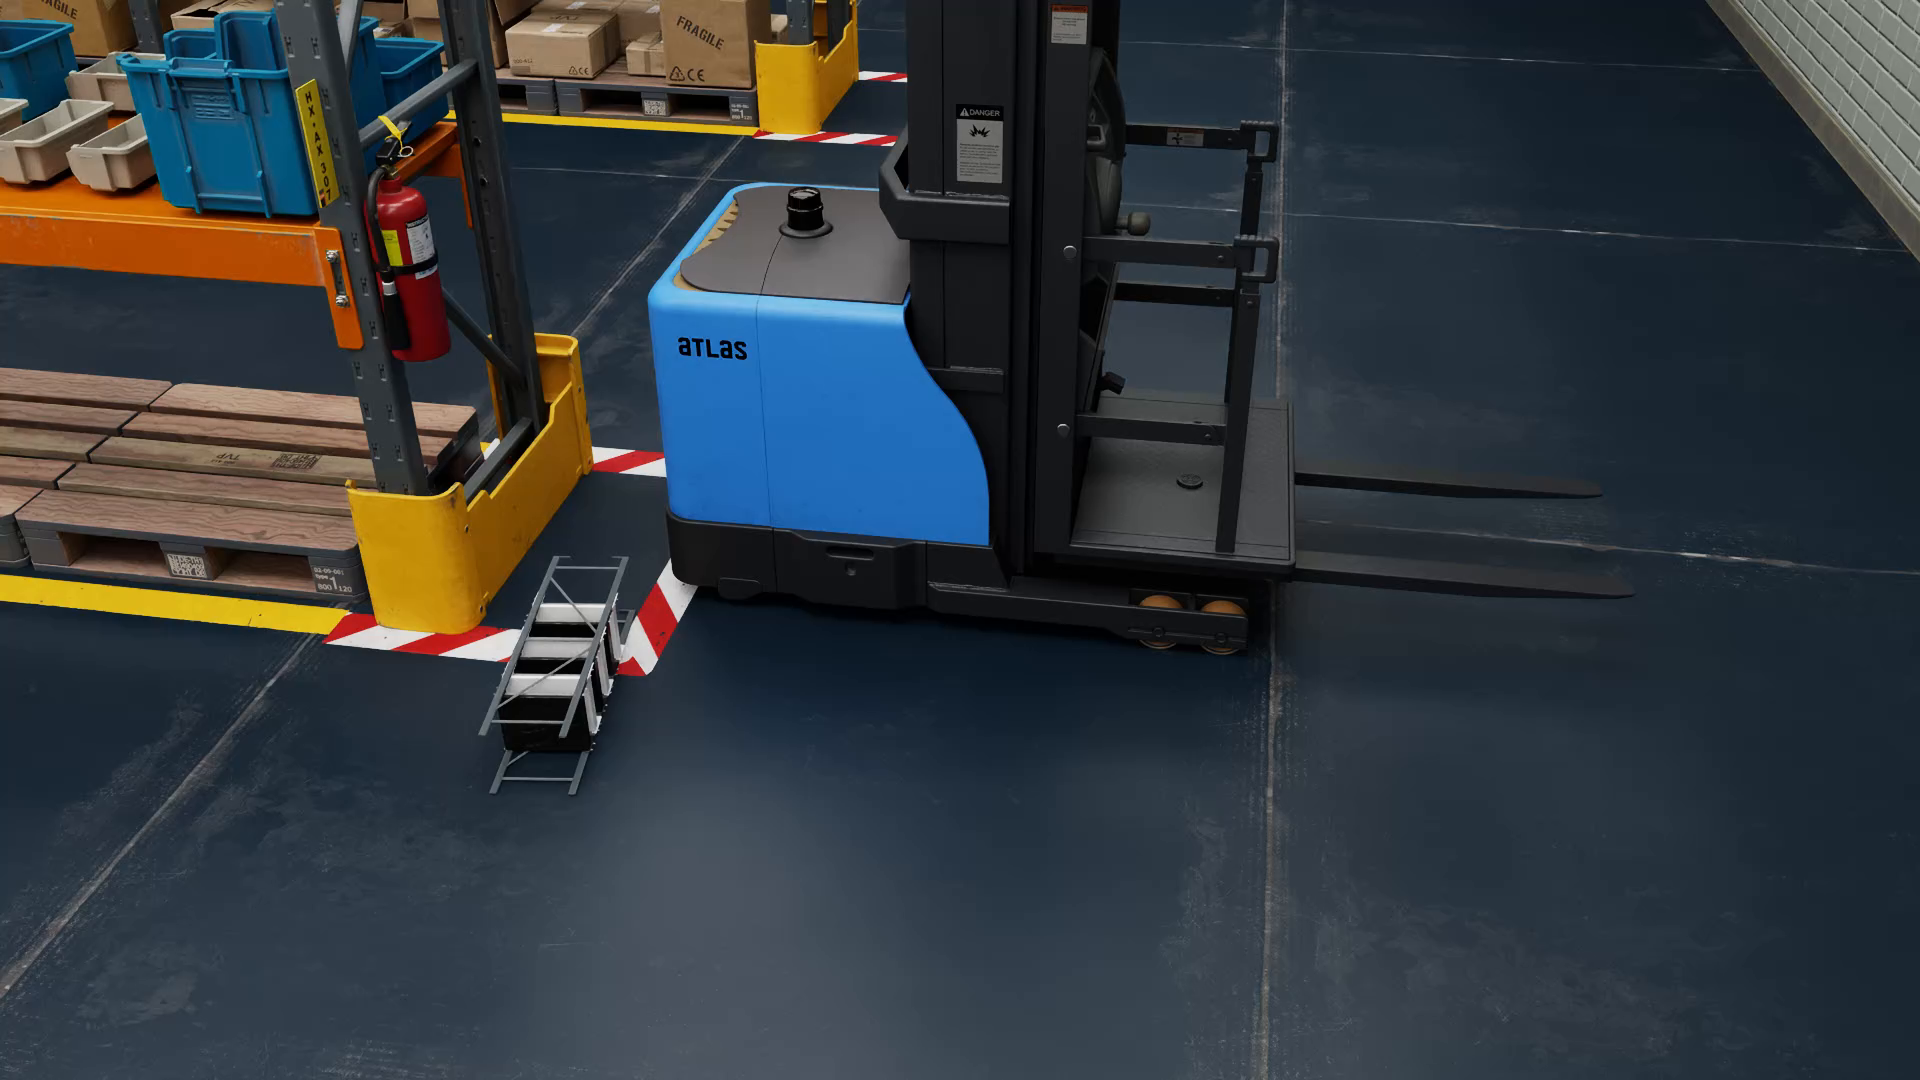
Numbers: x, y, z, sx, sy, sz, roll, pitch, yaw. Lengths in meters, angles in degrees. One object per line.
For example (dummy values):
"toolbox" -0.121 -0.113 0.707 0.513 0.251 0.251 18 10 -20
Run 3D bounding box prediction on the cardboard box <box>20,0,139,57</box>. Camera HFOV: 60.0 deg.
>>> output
"cardboard box" -5.288 -3.251 10.057 0.500 0.500 0.500 5 32 8

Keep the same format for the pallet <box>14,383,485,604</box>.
"pallet" -2.454 -0.194 5.861 1.213 0.211 1.003 5 32 8

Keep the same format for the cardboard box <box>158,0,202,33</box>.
"cardboard box" -5.189 -3.527 10.499 0.500 0.500 0.500 4 32 6

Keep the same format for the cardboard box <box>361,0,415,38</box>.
"cardboard box" -3.405 -3.307 10.325 0.500 0.311 0.500 5 32 8

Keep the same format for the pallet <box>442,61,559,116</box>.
"pallet" -2.870 -2.878 10.149 1.213 0.211 1.003 5 32 8

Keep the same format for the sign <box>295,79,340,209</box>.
"sign" -1.724 -1.062 4.466 0.005 0.325 0.100 5 32 8

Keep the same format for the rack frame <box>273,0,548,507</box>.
"rack frame" -1.647 -1.282 4.971 0.127 3.000 1.000 5 32 8

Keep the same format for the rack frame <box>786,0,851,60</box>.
"rack frame" -0.810 -3.872 9.109 0.127 3.000 1.000 5 32 8

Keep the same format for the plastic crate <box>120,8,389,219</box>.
"plastic crate" -2.009 -1.255 4.838 0.499 0.435 0.616 5 32 8

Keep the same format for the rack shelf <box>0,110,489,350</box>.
"rack shelf" -3.619 -1.156 5.447 4.000 0.370 1.077 5 32 8

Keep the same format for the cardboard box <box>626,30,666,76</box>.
"cardboard box" -1.772 -2.861 9.749 0.250 0.166 0.380 5 32 8

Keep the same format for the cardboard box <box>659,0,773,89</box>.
"cardboard box" -1.388 -2.919 9.528 0.500 0.500 0.500 5 32 8

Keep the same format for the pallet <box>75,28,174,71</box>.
"pallet" -5.561 -3.100 10.504 1.213 0.211 1.003 5 32 8

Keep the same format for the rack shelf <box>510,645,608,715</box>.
"rack shelf" -1.178 0.410 4.893 0.258 0.200 0.077 1 32 1

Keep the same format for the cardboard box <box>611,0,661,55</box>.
"cardboard box" -1.791 -3.135 10.108 0.500 0.250 0.500 5 32 8

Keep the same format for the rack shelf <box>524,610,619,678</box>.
"rack shelf" -1.175 0.314 5.045 0.258 0.200 0.077 1 32 1

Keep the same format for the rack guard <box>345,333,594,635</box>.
"rack guard" -1.621 -0.227 5.642 0.348 0.500 1.175 5 32 8

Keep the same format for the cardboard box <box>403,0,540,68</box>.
"cardboard box" -2.900 -3.193 9.962 0.637 0.503 0.797 5 32 8

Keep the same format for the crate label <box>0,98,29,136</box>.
"crate label" -3.044 -1.219 5.063 0.243 0.136 0.396 5 32 8

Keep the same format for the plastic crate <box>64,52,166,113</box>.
"plastic crate" -2.806 -1.522 5.547 0.298 0.136 0.250 5 32 8

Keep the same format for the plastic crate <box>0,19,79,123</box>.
"plastic crate" -3.133 -1.548 5.498 0.300 0.233 0.416 5 32 8

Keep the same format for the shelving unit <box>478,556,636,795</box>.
"shelving unit" -1.177 0.379 4.941 0.258 0.210 0.900 1 32 1

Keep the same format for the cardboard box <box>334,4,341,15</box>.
"cardboard box" -3.764 -3.303 10.472 0.250 0.149 0.380 5 32 8

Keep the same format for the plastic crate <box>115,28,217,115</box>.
"plastic crate" -2.484 -1.490 5.404 0.300 0.233 0.416 5 32 8

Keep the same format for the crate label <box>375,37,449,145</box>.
"crate label" -1.835 -1.431 5.310 0.303 0.233 0.416 5 32 8

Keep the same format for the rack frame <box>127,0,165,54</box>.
"rack frame" -4.753 -4.229 9.680 0.127 3.000 1.000 5 32 8

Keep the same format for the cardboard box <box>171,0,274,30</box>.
"cardboard box" -4.376 -3.126 10.036 0.500 0.311 0.500 5 32 8

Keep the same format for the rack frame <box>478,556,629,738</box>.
"rack frame" -1.177 0.293 4.887 0.240 0.006 0.900 1 32 1

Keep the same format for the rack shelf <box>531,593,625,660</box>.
"rack shelf" -1.173 0.266 5.122 0.258 0.200 0.077 1 32 1

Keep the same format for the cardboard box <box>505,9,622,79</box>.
"cardboard box" -2.319 -2.914 9.755 0.500 0.250 0.500 5 32 8

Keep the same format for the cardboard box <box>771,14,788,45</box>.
"cardboard box" -1.165 -3.068 10.096 0.250 0.149 0.380 5 32 8

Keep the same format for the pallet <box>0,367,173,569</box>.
"pallet" -3.653 -0.304 6.037 1.213 0.211 1.003 5 32 8

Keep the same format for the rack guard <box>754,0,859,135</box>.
"rack guard" -0.885 -2.820 9.784 0.348 0.500 1.175 5 32 8

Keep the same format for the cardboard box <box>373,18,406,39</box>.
"cardboard box" -3.521 -2.992 9.959 0.250 0.166 0.380 5 32 8

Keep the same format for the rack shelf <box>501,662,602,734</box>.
"rack shelf" -1.180 0.457 4.817 0.258 0.200 0.077 1 32 1

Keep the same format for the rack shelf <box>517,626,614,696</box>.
"rack shelf" -1.176 0.362 4.969 0.258 0.200 0.077 1 32 1

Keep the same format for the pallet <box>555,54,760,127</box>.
"pallet" -1.671 -2.768 9.973 1.213 0.211 1.003 5 32 8

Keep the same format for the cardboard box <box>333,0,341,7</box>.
"cardboard box" -4.144 -3.454 10.382 0.500 0.500 0.500 5 32 8

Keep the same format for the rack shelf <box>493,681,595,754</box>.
"rack shelf" -1.182 0.505 4.740 0.258 0.200 0.077 1 32 1

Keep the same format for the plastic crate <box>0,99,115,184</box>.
"plastic crate" -2.765 -1.207 5.044 0.243 0.136 0.396 5 32 8

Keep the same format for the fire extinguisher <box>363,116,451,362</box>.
"fire extinguisher" -1.575 -0.840 4.689 0.183 0.674 0.296 5 32 8

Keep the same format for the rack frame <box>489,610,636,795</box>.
"rack frame" -1.177 0.466 4.995 0.240 0.006 0.900 1 32 1

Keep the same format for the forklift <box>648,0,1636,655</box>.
"forklift" 0.618 -1.189 4.888 3.031 2.935 1.130 5 32 8

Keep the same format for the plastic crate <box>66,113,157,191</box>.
"plastic crate" -2.482 -1.174 4.990 0.243 0.136 0.396 5 32 8

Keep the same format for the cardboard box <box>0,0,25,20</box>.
"cardboard box" -5.774 -3.299 10.135 0.500 0.500 0.500 5 32 8

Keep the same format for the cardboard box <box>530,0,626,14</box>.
"cardboard box" -2.284 -3.180 10.179 0.500 0.250 0.500 5 32 8
